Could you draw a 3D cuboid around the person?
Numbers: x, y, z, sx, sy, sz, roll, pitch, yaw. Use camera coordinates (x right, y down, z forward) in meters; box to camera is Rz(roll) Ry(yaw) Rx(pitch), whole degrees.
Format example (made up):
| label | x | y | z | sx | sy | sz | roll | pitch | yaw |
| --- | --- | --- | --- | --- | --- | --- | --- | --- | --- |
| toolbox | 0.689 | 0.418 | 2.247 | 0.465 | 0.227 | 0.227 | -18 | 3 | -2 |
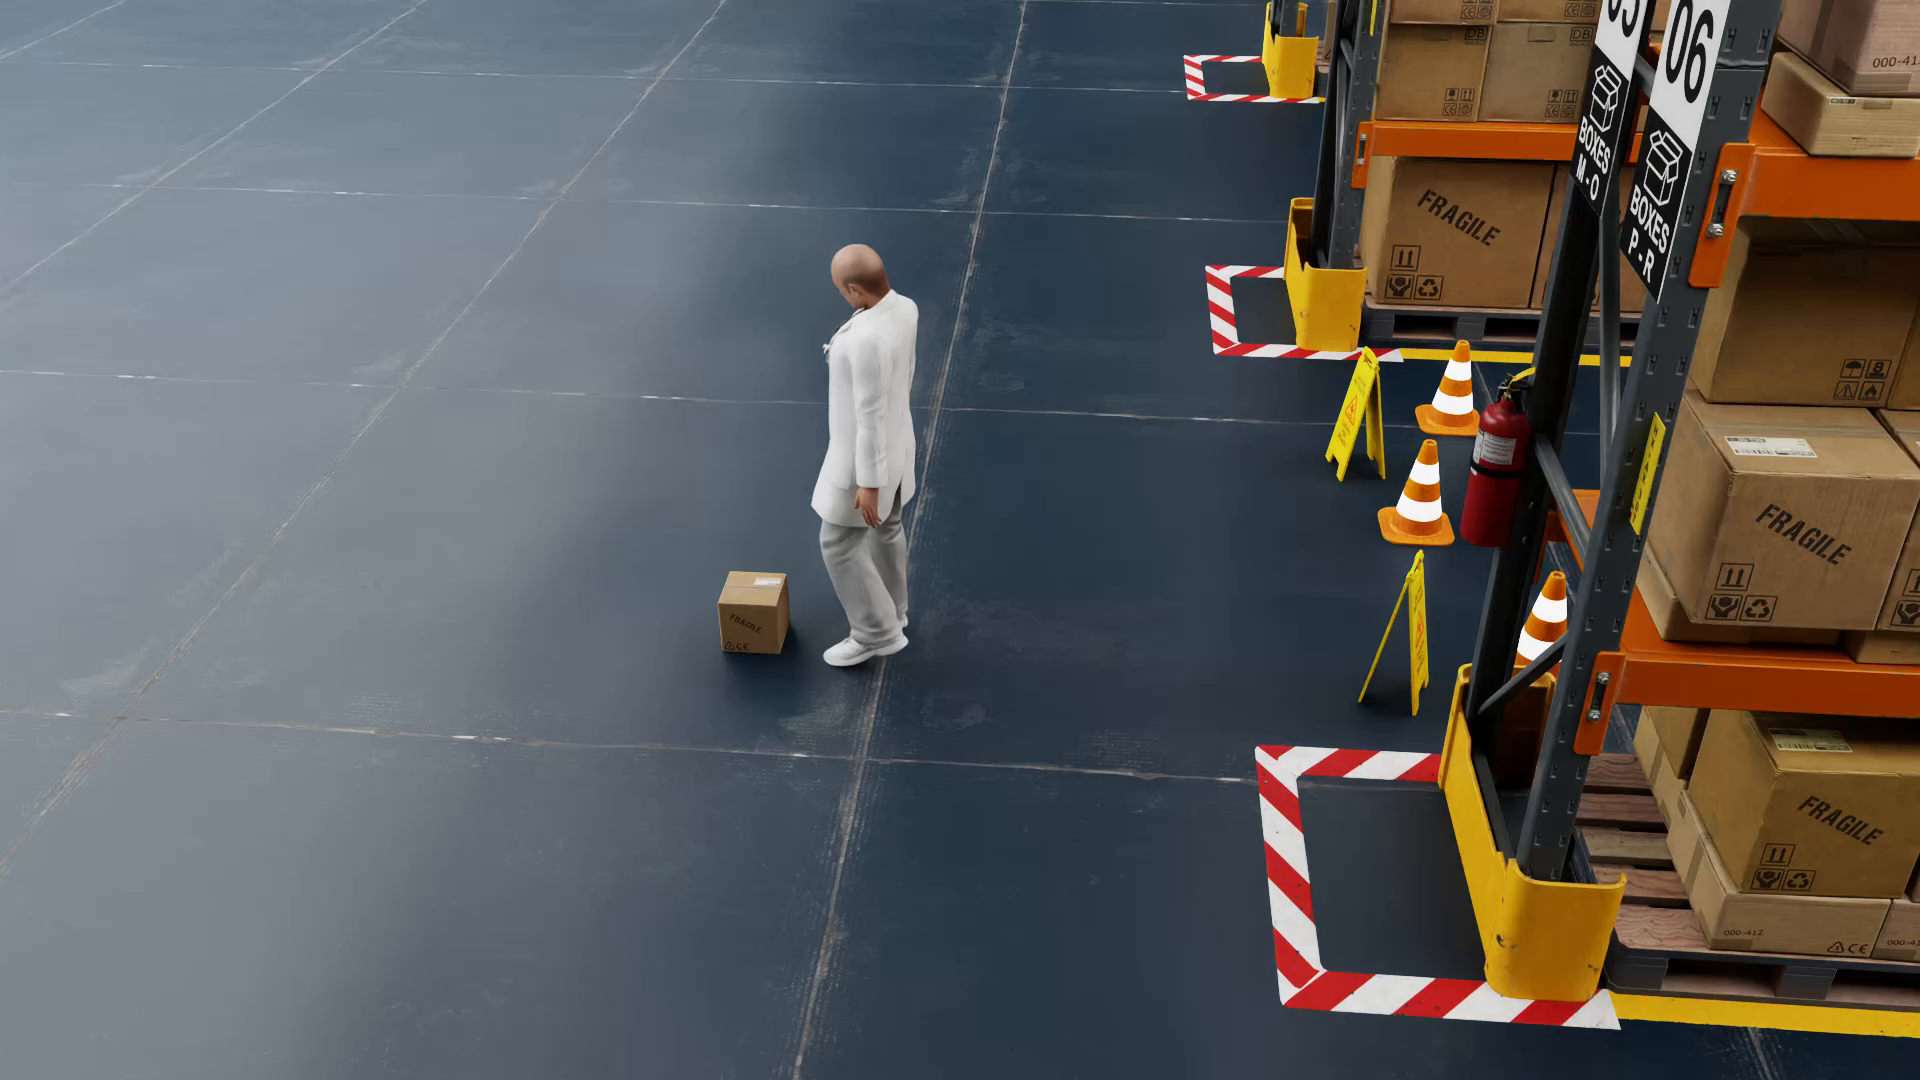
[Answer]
| label | x | y | z | sx | sy | sz | roll | pitch | yaw |
| --- | --- | --- | --- | --- | --- | --- | --- | --- | --- |
| person | -0.380 | -0.342 | 6.691 | 0.442 | 1.803 | 0.707 | 10 | 33 | 16 |
